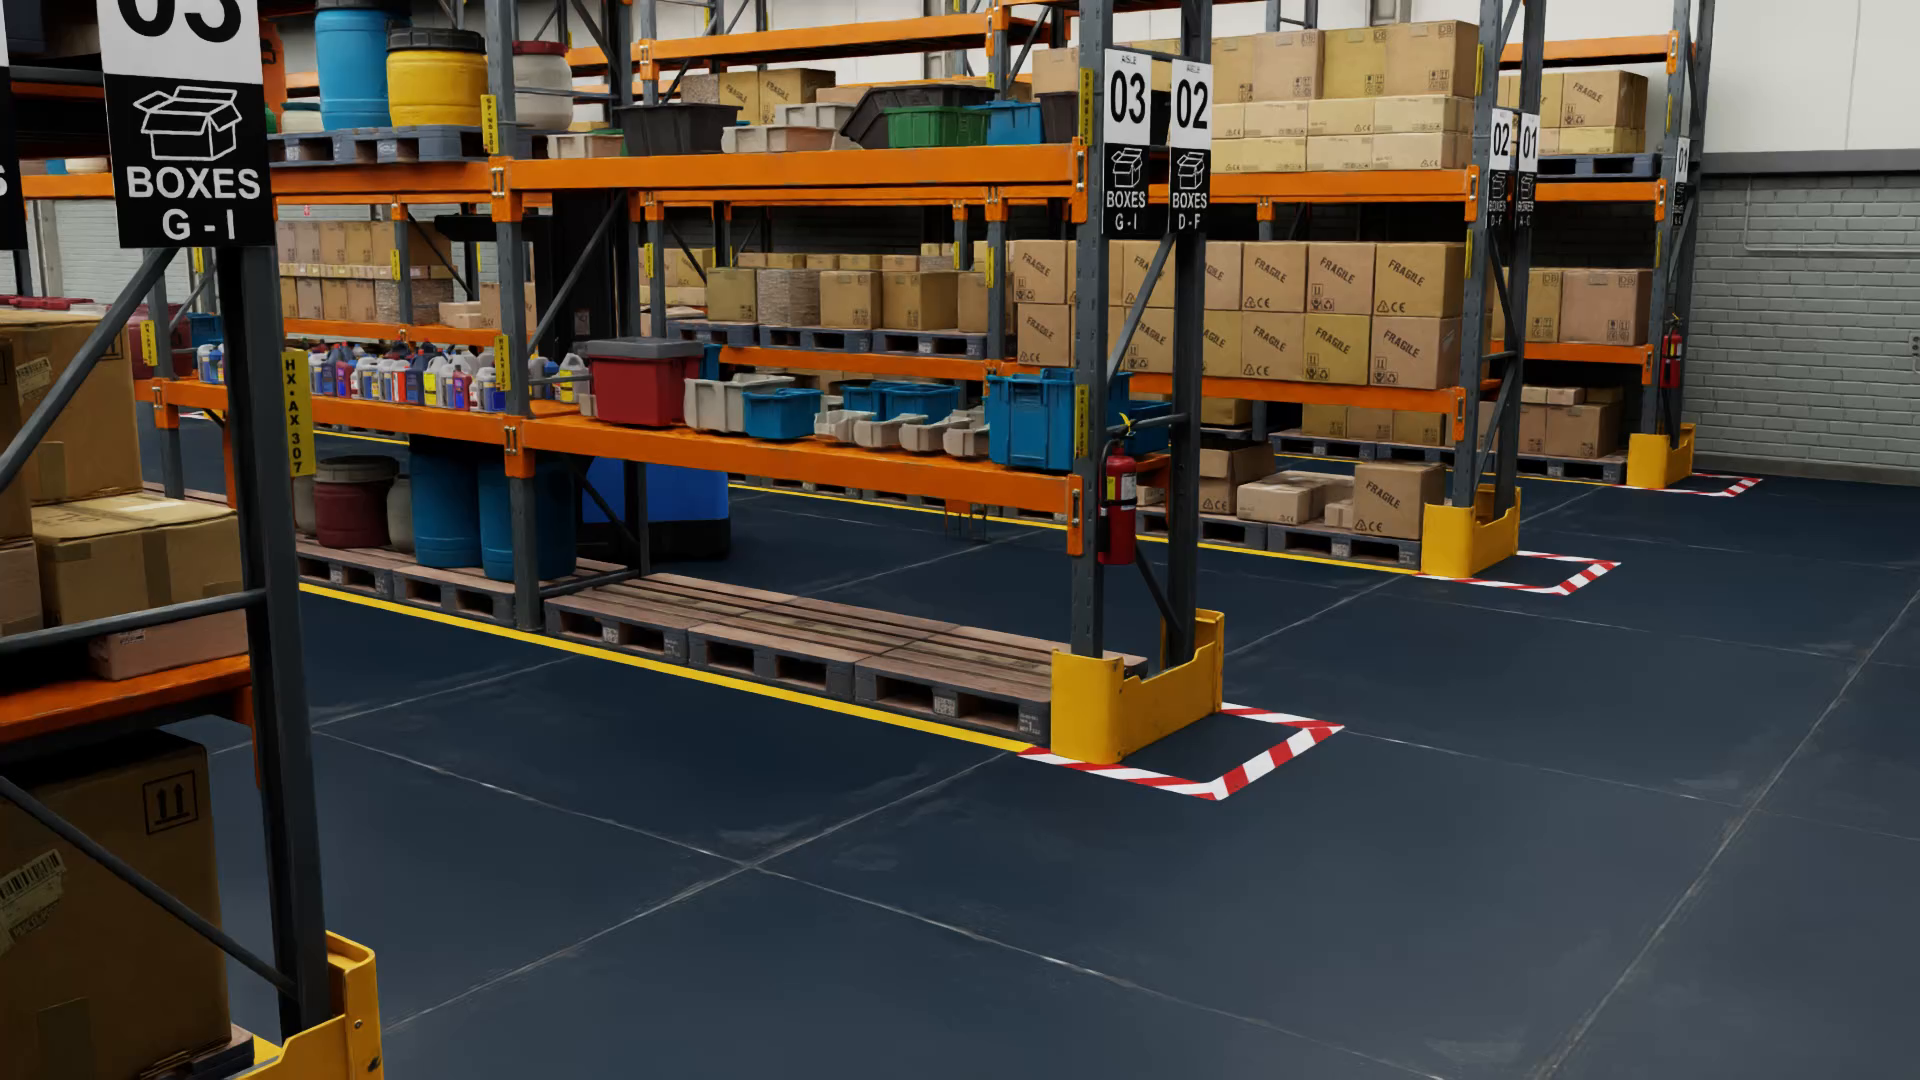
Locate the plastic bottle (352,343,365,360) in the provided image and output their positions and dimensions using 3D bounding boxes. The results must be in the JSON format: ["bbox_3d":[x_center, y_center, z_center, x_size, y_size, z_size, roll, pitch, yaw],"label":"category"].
[{"bbox_3d":[-4.429,-1.310,12.240,0.097,0.271,0.097,0,11,0],"label":"plastic bottle"}]

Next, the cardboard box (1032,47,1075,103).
[{"bbox_3d":[0.984,-3.710,13.519,0.500,0.500,0.700,8,13,36],"label":"cardboard box"}]

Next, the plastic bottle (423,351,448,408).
[{"bbox_3d":[-3.300,-1.018,10.523,0.185,0.351,0.144,8,13,36],"label":"plastic bottle"}]

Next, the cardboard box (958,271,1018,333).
[{"bbox_3d":[0.320,-2.089,14.564,0.500,0.500,0.700,3,11,16],"label":"cardboard box"}]

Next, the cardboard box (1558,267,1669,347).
[{"bbox_3d":[6.306,-2.259,16.018,0.700,0.700,0.980,9,14,38],"label":"cardboard box"}]

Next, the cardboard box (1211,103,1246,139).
[{"bbox_3d":[2.018,-3.128,12.484,0.500,0.250,0.500,8,13,36],"label":"cardboard box"}]

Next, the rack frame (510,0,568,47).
[{"bbox_3d":[-6.173,-6.800,24.487,0.127,3.000,1.000,8,13,36],"label":"rack frame"}]

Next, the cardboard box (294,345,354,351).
[{"bbox_3d":[-7.594,-2.057,19.923,0.500,0.500,0.500,8,13,36],"label":"cardboard box"}]

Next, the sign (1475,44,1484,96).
[{"bbox_3d":[3.449,-3.122,11.040,0.005,0.325,0.100,8,13,36],"label":"sign"}]

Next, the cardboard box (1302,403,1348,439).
[{"bbox_3d":[4.041,-1.385,17.765,0.500,0.500,0.700,8,14,36],"label":"cardboard box"}]

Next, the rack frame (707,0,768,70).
[{"bbox_3d":[-2.949,-6.350,22.162,0.127,3.000,1.000,8,13,36],"label":"rack frame"}]

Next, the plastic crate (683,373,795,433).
[{"bbox_3d":[-1.244,-0.760,9.215,0.530,0.282,0.437,8,13,36],"label":"plastic crate"}]

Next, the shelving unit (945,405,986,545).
[{"bbox_3d":[0.043,-0.509,12.899,0.252,1.050,0.215,8,13,36],"label":"shelving unit"}]

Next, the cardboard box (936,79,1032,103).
[{"bbox_3d":[0.207,-3.592,14.168,0.600,0.600,0.600,6,13,30],"label":"cardboard box"}]

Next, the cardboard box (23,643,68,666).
[{"bbox_3d":[-2.371,0.224,4.638,0.250,0.149,0.380,8,13,35],"label":"cardboard box"}]

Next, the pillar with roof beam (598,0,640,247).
[{"bbox_3d":[-7.645,-6.195,21.358,0.400,9.000,9.100,8,13,36],"label":"pillar with roof beam"}]

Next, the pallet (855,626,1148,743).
[{"bbox_3d":[0.217,0.731,8.693,1.213,0.211,1.003,8,13,36],"label":"pallet"}]

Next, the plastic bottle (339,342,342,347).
[{"bbox_3d":[-4.586,-1.331,12.354,0.097,0.271,0.097,0,11,0],"label":"plastic bottle"}]

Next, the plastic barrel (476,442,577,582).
[{"bbox_3d":[-2.794,-0.228,10.732,0.708,0.901,0.600,8,13,36],"label":"plastic barrel"}]

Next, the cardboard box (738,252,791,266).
[{"bbox_3d":[-2.559,-3.607,22.358,0.500,0.500,0.700,8,14,36],"label":"cardboard box"}]

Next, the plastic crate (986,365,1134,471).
[{"bbox_3d":[0.478,-0.595,7.956,0.499,0.435,0.616,8,13,36],"label":"plastic crate"}]

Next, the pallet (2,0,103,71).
[{"bbox_3d":[-2.677,-1.292,4.145,1.213,0.211,1.003,8,13,36],"label":"pallet"}]

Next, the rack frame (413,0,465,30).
[{"bbox_3d":[-5.878,-5.591,18.240,0.127,3.000,1.000,8,13,36],"label":"rack frame"}]

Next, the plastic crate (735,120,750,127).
[{"bbox_3d":[-1.443,-2.326,9.698,0.300,0.233,0.416,8,13,36],"label":"plastic crate"}]

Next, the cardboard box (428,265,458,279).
[{"bbox_3d":[-5.980,-3.073,19.048,0.250,0.149,0.380,8,13,35],"label":"cardboard box"}]

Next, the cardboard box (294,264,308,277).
[{"bbox_3d":[-7.675,-3.213,19.771,0.250,0.149,0.380,8,14,36],"label":"cardboard box"}]

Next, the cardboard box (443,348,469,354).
[{"bbox_3d":[-6.067,-1.970,19.477,0.500,0.500,0.500,8,13,36],"label":"cardboard box"}]

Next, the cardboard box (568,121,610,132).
[{"bbox_3d":[-5.213,-5.676,23.629,0.500,0.500,0.500,8,14,37],"label":"cardboard box"}]

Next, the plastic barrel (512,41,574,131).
[{"bbox_3d":[-2.641,-2.832,10.410,0.433,0.535,0.433,0,11,0],"label":"plastic barrel"}]

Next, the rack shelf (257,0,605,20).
[{"bbox_3d":[-3.977,-3.609,10.942,4.000,0.370,1.077,8,13,36],"label":"rack shelf"}]

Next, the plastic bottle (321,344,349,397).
[{"bbox_3d":[-4.188,-1.142,11.163,0.185,0.351,0.144,8,13,36],"label":"plastic bottle"}]

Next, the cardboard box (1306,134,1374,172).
[{"bbox_3d":[2.827,-2.771,11.955,0.500,0.250,0.500,8,13,36],"label":"cardboard box"}]

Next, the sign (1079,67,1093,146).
[{"bbox_3d":[0.546,-1.874,7.199,0.005,0.325,0.100,8,13,36],"label":"sign"}]

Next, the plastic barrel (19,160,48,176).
[{"bbox_3d":[-7.748,-3.509,14.056,0.600,0.901,0.600,0,11,0],"label":"plastic barrel"}]

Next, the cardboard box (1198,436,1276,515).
[{"bbox_3d":[2.087,-0.527,13.268,0.637,0.503,0.797,8,13,36],"label":"cardboard box"}]

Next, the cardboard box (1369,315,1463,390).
[{"bbox_3d":[3.272,-1.355,11.872,0.500,0.500,0.500,8,14,37],"label":"cardboard box"}]

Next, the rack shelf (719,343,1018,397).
[{"bbox_3d":[-1.042,-1.618,15.391,4.000,0.370,1.077,8,13,36],"label":"rack shelf"}]

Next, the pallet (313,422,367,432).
[{"bbox_3d":[-7.482,-1.510,20.278,1.213,0.211,1.003,8,13,36],"label":"pallet"}]

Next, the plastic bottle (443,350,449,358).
[{"bbox_3d":[-3.602,-1.194,11.644,0.097,0.271,0.097,0,11,0],"label":"plastic bottle"}]

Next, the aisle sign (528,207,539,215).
[{"bbox_3d":[-6.409,-5.093,24.614,0.004,0.787,0.394,8,13,36],"label":"aisle sign"}]

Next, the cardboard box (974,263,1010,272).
[{"bbox_3d":[0.515,-3.066,19.883,0.500,0.500,0.500,8,14,37],"label":"cardboard box"}]

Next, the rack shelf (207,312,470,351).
[{"bbox_3d":[-7.490,-2.518,20.040,4.000,0.370,1.077,8,13,36],"label":"rack shelf"}]

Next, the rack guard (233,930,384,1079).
[{"bbox_3d":[-2.054,1.449,4.223,0.348,0.500,1.175,8,13,36],"label":"rack guard"}]

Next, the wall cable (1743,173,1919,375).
[{"bbox_3d":[8.315,-2.555,15.666,1.851,1.984,0.084,8,13,36],"label":"wall cable"}]

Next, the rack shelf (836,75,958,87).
[{"bbox_3d":[-1.337,-5.576,21.106,4.000,0.370,1.077,8,13,36],"label":"rack shelf"}]

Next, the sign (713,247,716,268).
[{"bbox_3d":[-3.264,-3.746,22.216,0.005,0.325,0.100,8,13,36],"label":"sign"}]

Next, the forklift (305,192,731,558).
[{"bbox_3d":[-3.259,-1.341,12.246,3.031,2.935,1.130,-2,11,-9],"label":"forklift"}]

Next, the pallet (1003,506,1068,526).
[{"bbox_3d":[1.123,-0.300,14.026,1.213,0.211,1.003,8,13,36],"label":"pallet"}]

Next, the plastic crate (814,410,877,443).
[{"bbox_3d":[-0.619,-0.596,8.748,0.250,0.136,0.298,8,13,36],"label":"plastic crate"}]

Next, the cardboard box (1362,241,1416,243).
[{"bbox_3d":[3.166,-1.985,12.496,0.500,0.500,0.500,8,14,36],"label":"cardboard box"}]

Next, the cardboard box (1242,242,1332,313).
[{"bbox_3d":[2.444,-1.959,12.363,0.500,0.500,0.500,8,14,37],"label":"cardboard box"}]

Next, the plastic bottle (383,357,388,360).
[{"bbox_3d":[-3.812,-1.081,11.056,0.097,0.271,0.097,0,11,0],"label":"plastic bottle"}]

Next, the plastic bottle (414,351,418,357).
[{"bbox_3d":[-3.766,-1.183,11.587,0.097,0.271,0.097,0,11,0],"label":"plastic bottle"}]
